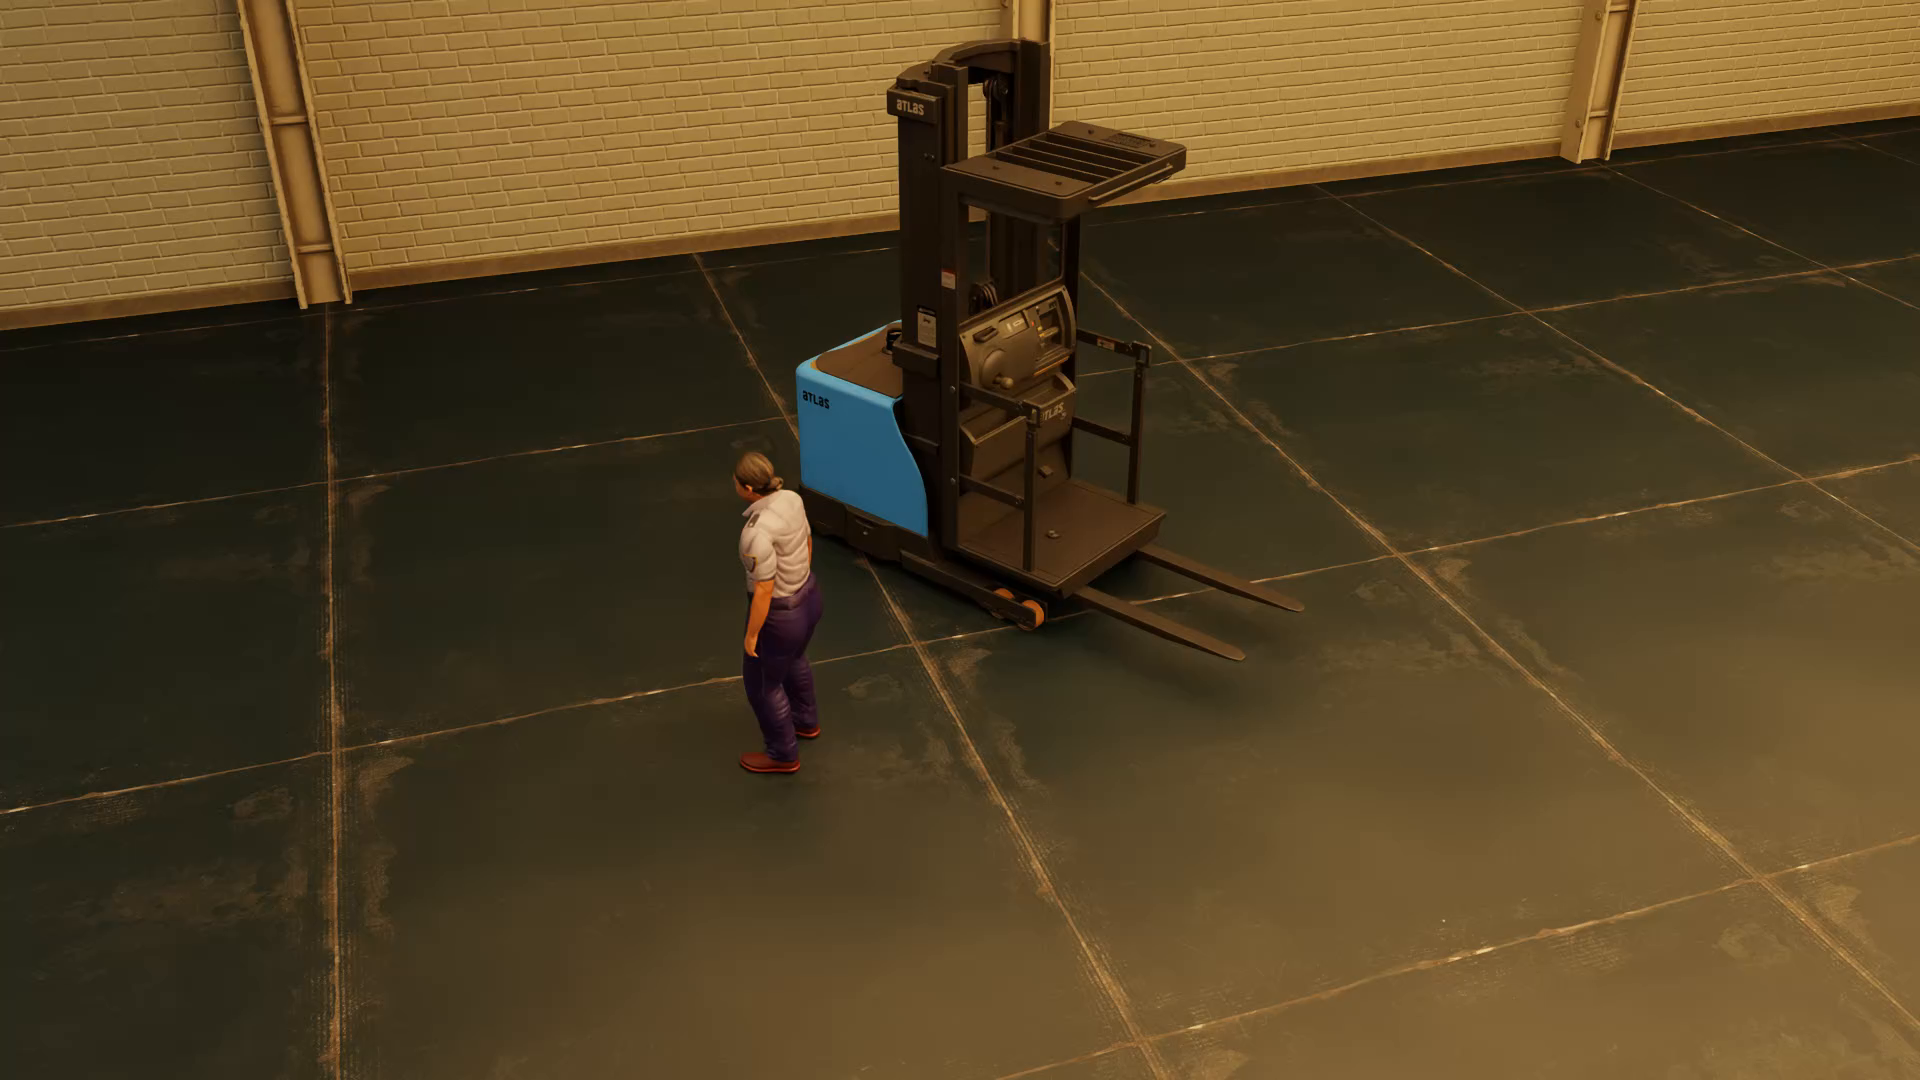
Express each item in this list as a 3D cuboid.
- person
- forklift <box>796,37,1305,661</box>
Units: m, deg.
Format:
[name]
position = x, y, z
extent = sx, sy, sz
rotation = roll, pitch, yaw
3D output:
[person]
position = -0.862, 0.333, 7.796
extent = 0.382, 1.650, 0.542
rotation = 10, 31, 17
[forklift]
position = 0.484, -1.070, 8.946
extent = 3.031, 2.935, 1.130
rotation = 23, 37, 34
